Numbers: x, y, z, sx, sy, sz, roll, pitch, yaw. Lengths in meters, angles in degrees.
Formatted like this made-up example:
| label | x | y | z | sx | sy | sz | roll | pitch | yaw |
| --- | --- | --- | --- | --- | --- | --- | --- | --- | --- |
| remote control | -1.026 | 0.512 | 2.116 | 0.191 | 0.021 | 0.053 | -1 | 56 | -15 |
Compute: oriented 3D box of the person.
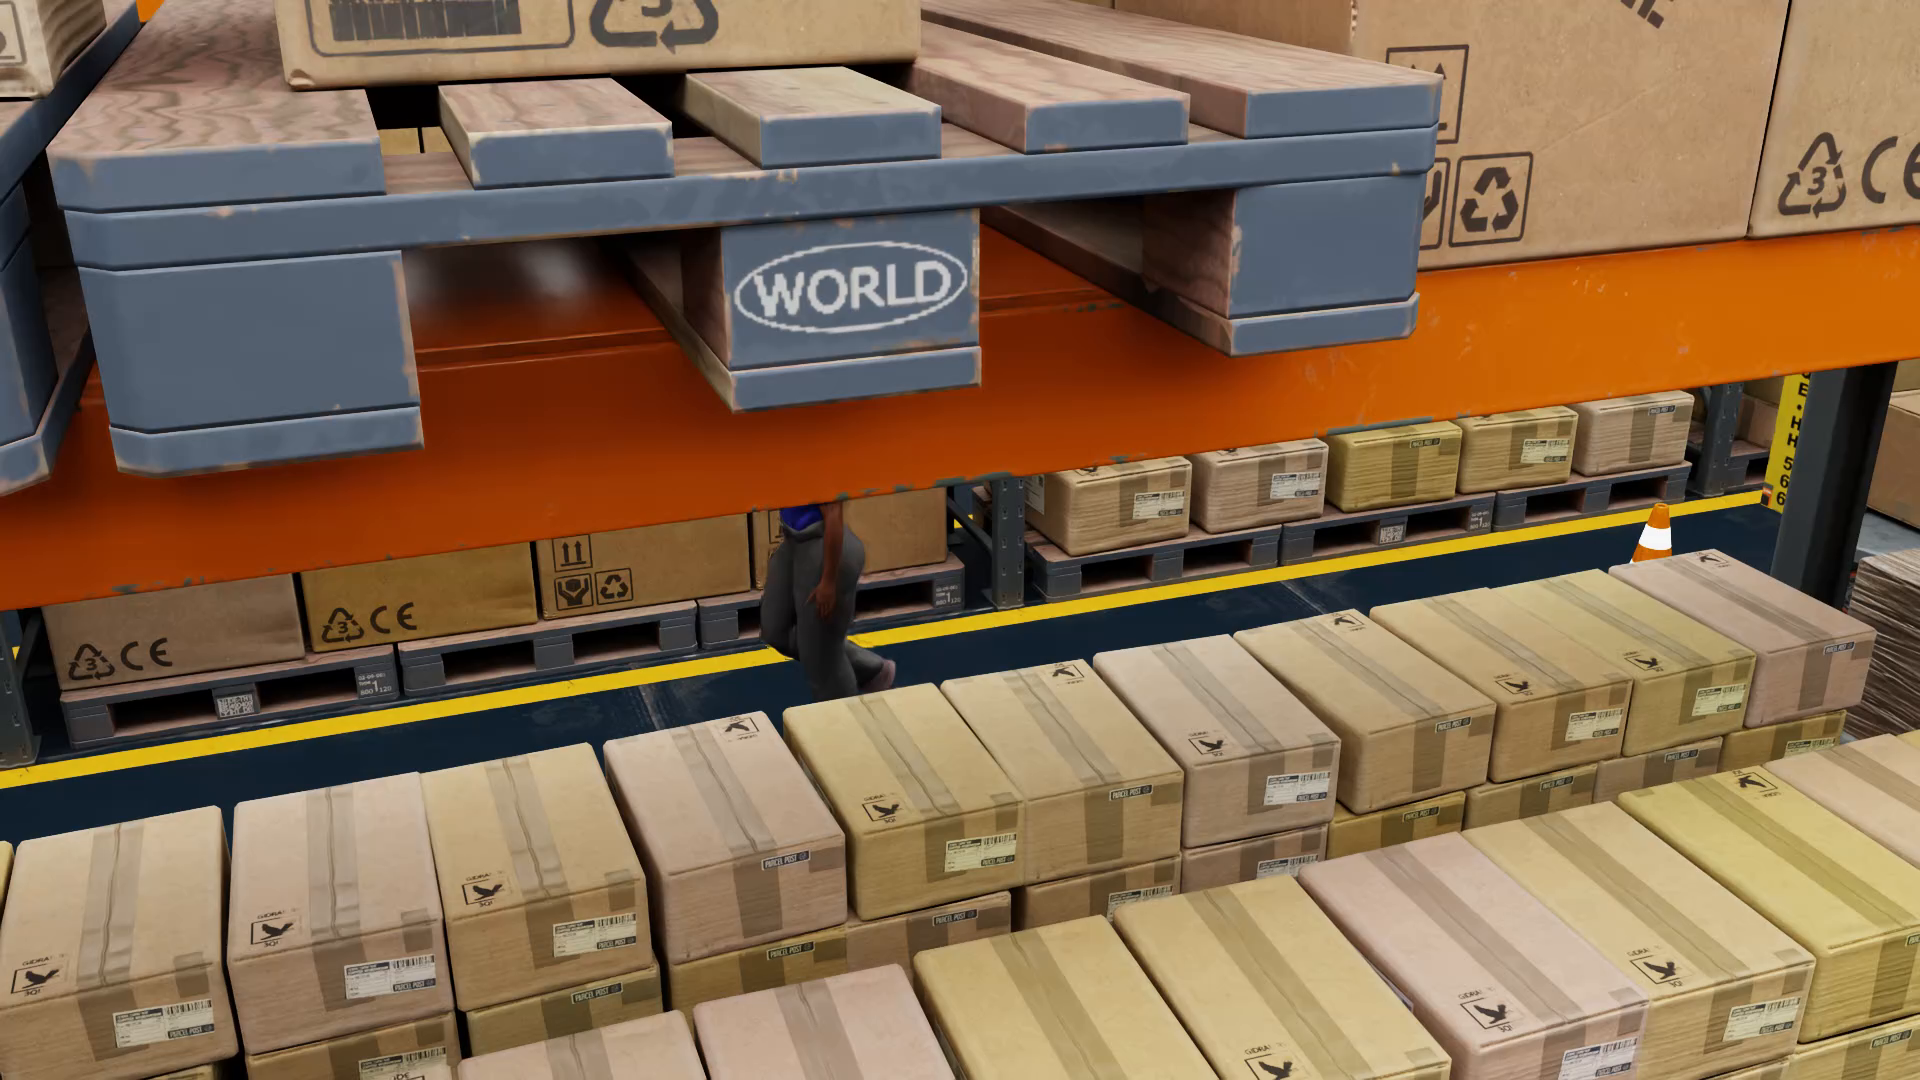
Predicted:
| label | x | y | z | sx | sy | sz | roll | pitch | yaw |
| --- | --- | --- | --- | --- | --- | --- | --- | --- | --- |
| person | -0.449 | 0.047 | 5.933 | 0.499 | 1.650 | 0.461 | -8 | 24 | -18 |
